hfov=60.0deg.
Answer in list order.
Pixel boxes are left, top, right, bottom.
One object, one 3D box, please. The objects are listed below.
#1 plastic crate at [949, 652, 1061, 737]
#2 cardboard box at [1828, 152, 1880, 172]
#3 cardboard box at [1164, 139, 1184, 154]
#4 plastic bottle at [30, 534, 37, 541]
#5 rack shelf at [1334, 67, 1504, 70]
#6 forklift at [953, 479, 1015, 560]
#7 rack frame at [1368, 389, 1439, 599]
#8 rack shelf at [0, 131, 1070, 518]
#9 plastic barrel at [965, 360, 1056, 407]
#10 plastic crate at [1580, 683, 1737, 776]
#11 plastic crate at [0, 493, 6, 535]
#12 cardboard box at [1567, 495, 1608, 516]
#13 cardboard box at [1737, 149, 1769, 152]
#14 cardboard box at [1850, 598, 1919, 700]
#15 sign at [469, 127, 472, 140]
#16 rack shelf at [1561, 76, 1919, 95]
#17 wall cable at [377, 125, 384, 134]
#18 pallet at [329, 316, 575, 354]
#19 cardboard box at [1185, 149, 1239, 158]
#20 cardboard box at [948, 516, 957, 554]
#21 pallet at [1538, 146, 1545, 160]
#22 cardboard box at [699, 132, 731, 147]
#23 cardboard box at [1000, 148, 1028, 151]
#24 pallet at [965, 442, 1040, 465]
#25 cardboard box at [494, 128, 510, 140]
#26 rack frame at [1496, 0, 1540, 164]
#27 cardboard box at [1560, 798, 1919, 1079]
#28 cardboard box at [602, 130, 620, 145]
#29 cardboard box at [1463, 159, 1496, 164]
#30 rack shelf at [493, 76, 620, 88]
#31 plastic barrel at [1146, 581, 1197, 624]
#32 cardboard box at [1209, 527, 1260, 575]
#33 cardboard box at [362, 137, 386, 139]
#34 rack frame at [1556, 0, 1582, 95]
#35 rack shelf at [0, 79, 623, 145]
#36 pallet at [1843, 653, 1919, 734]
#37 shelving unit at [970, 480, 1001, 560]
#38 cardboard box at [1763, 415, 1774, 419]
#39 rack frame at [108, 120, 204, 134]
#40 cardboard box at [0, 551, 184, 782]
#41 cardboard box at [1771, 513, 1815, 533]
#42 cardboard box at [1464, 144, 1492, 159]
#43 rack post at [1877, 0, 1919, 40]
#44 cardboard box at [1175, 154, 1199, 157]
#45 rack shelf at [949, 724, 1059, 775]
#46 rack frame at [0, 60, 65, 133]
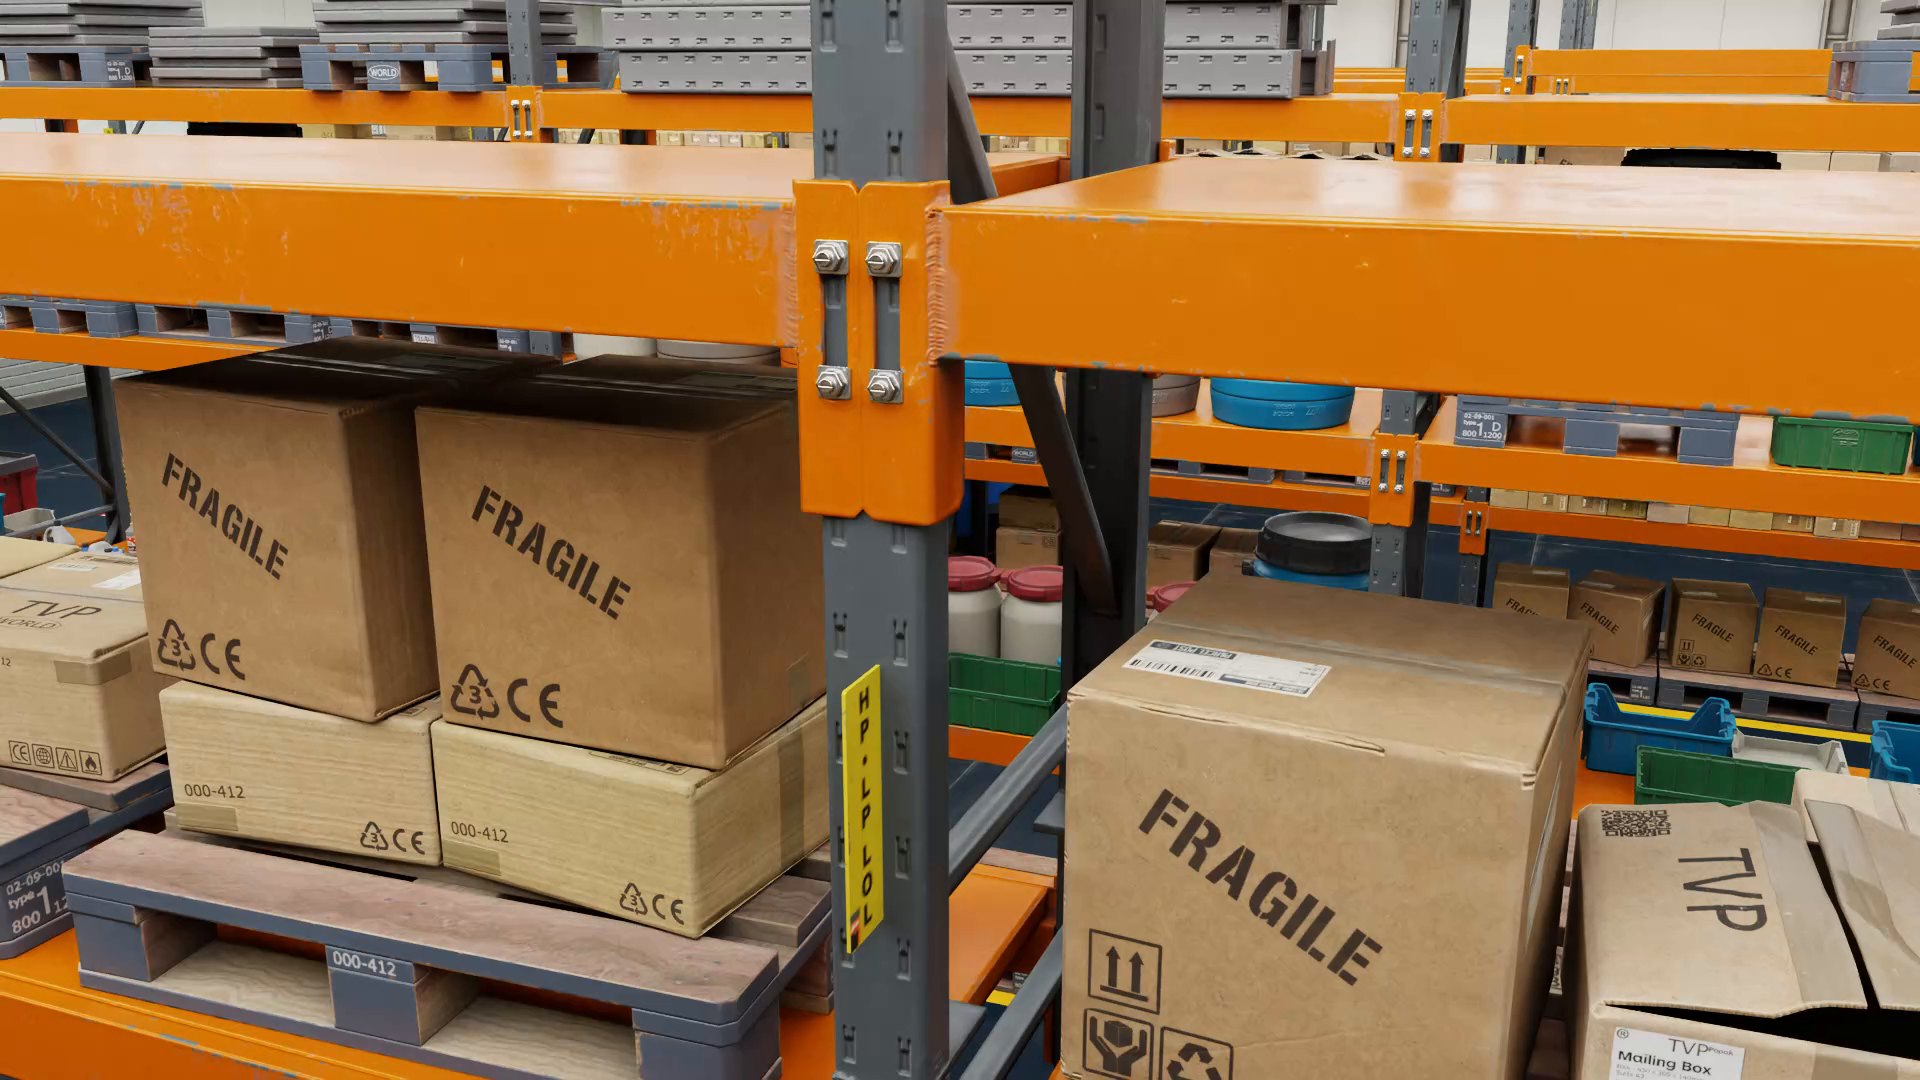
[{"bbox_3d":[0.177,0.722,7.762,0.662,0.188,0.450,6,17,21],"label":"plastic crate"},{"bbox_3d":[7.864,-3.268,14.548,0.500,0.250,0.500,6,17,20],"label":"cardboard box"},{"bbox_3d":[2.643,-5.281,21.747,0.500,0.500,0.700,5,17,18],"label":"cardboard box"},{"bbox_3d":[-5.357,0.111,9.696,0.133,0.283,0.061,6,17,21],"label":"plastic bottle"},{"bbox_3d":[7.312,-6.965,25.109,4.000,0.370,1.077,6,17,21],"label":"rack shelf"},{"bbox_3d":[-0.251,-1.567,15.392,1.130,2.935,3.031,-7,18,-23],"label":"forklift"},{"bbox_3d":[1.901,0.725,7.371,0.127,3.000,1.000,6,17,21],"label":"rack frame"},{"bbox_3d":[-1.781,-0.538,2.971,4.000,0.370,1.077,6,17,21],"label":"rack shelf"},{"bbox_3d":[0.131,-1.085,7.329,0.708,0.901,0.600,6,17,21],"label":"plastic barrel"},{"bbox_3d":[3.030,0.840,7.244,0.616,0.251,0.499,6,17,21],"label":"plastic crate"},{"bbox_3d":[-6.101,-0.073,10.043,0.575,0.384,0.392,6,17,21],"label":"plastic crate"},{"bbox_3d":[4.278,-0.291,11.323,0.250,0.149,0.380,6,17,21],"label":"cardboard box"},{"bbox_3d":[7.030,-3.532,14.745,0.250,0.149,0.380,6,17,21],"label":"cardboard box"},{"bbox_3d":[6.296,0.728,11.091,0.500,0.500,0.500,12,20,35],"label":"cardboard box"},{"bbox_3d":[-5.730,-4.782,19.395,0.005,0.325,0.100,6,17,21],"label":"sign"},{"bbox_3d":[7.493,-3.974,14.806,4.000,0.370,1.077,6,17,21],"label":"rack shelf"},{"bbox_3d":[-9.204,-7.747,25.794,0.029,3.000,0.463,6,17,21],"label":"wall cable"},{"bbox_3d":[-2.496,-1.137,8.745,1.213,0.211,1.003,6,17,21],"label":"pallet"},{"bbox_3d":[2.504,-3.761,16.671,0.500,0.311,0.500,6,17,21],"label":"cardboard box"},{"bbox_3d":[-0.637,-0.226,13.705,0.875,0.875,1.225,5,17,18],"label":"cardboard box"},{"bbox_3d":[8.347,-5.853,24.992,1.217,0.209,0.805,6,17,18],"label":"pallet"},{"bbox_3d":[-2.694,-4.453,18.486,0.250,0.149,0.380,6,17,21],"label":"cardboard box"},{"bbox_3d":[0.543,-3.959,17.949,0.500,0.500,0.500,6,17,21],"label":"cardboard box"},{"bbox_3d":[0.699,-0.831,13.076,1.003,0.211,1.213,6,17,21],"label":"pallet"},{"bbox_3d":[-5.313,-4.771,19.579,0.250,0.149,0.380,6,17,20],"label":"cardboard box"},{"bbox_3d":[3.718,-3.440,10.959,0.127,3.000,1.000,6,17,21],"label":"rack frame"},{"bbox_3d":[0.954,0.518,1.860,0.500,0.311,0.500,5,17,18],"label":"cardboard box"},{"bbox_3d":[-3.879,-4.604,19.006,0.250,0.149,0.380,7,18,23],"label":"cardboard box"},{"bbox_3d":[4.916,-3.484,15.827,0.500,0.250,0.500,6,17,21],"label":"cardboard box"},{"bbox_3d":[-1.863,-3.516,13.230,4.000,0.370,1.077,6,17,21],"label":"rack shelf"},{"bbox_3d":[1.091,0.505,7.885,0.433,0.535,0.433,0,16,0],"label":"plastic barrel"},{"bbox_3d":[2.197,0.251,12.700,0.500,0.500,0.700,5,17,16],"label":"cardboard box"},{"bbox_3d":[-5.407,-3.327,14.837,0.500,0.500,0.700,7,18,23],"label":"cardboard box"},{"bbox_3d":[5.632,-4.716,15.355,0.127,3.000,1.000,6,17,21],"label":"rack frame"},{"bbox_3d":[-3.681,-2.232,8.805,4.000,0.370,1.077,6,17,21],"label":"rack shelf"},{"bbox_3d":[6.626,1.089,11.120,1.213,0.211,1.003,6,17,21],"label":"pallet"},{"bbox_3d":[0.376,-0.747,13.941,0.503,2.100,0.431,0,14,24],"label":"shelving unit"},{"bbox_3d":[5.443,-0.968,10.697,0.500,0.500,0.500,6,17,21],"label":"cardboard box"},{"bbox_3d":[-7.445,-4.668,15.188,0.127,3.000,1.000,6,17,21],"label":"rack frame"},{"bbox_3d":[-1.676,0.228,3.220,0.500,0.250,0.500,5,17,16],"label":"cardboard box"},{"bbox_3d":[5.457,-0.175,10.922,0.250,0.149,0.380,6,17,21],"label":"cardboard box"},{"bbox_3d":[6.289,-4.775,20.452,0.500,0.250,0.500,7,17,21],"label":"cardboard box"},{"bbox_3d":[3.808,-1.900,5.790,0.954,0.300,0.937,6,17,20],"label":"rack post"},{"bbox_3d":[1.469,-2.609,12.399,0.500,0.500,0.500,7,17,22],"label":"cardboard box"},{"bbox_3d":[0.040,0.866,8.176,4.000,0.370,1.077,6,17,21],"label":"rack shelf"},{"bbox_3d":[-5.541,-2.974,9.353,0.127,3.000,1.000,6,17,21],"label":"rack frame"}]
